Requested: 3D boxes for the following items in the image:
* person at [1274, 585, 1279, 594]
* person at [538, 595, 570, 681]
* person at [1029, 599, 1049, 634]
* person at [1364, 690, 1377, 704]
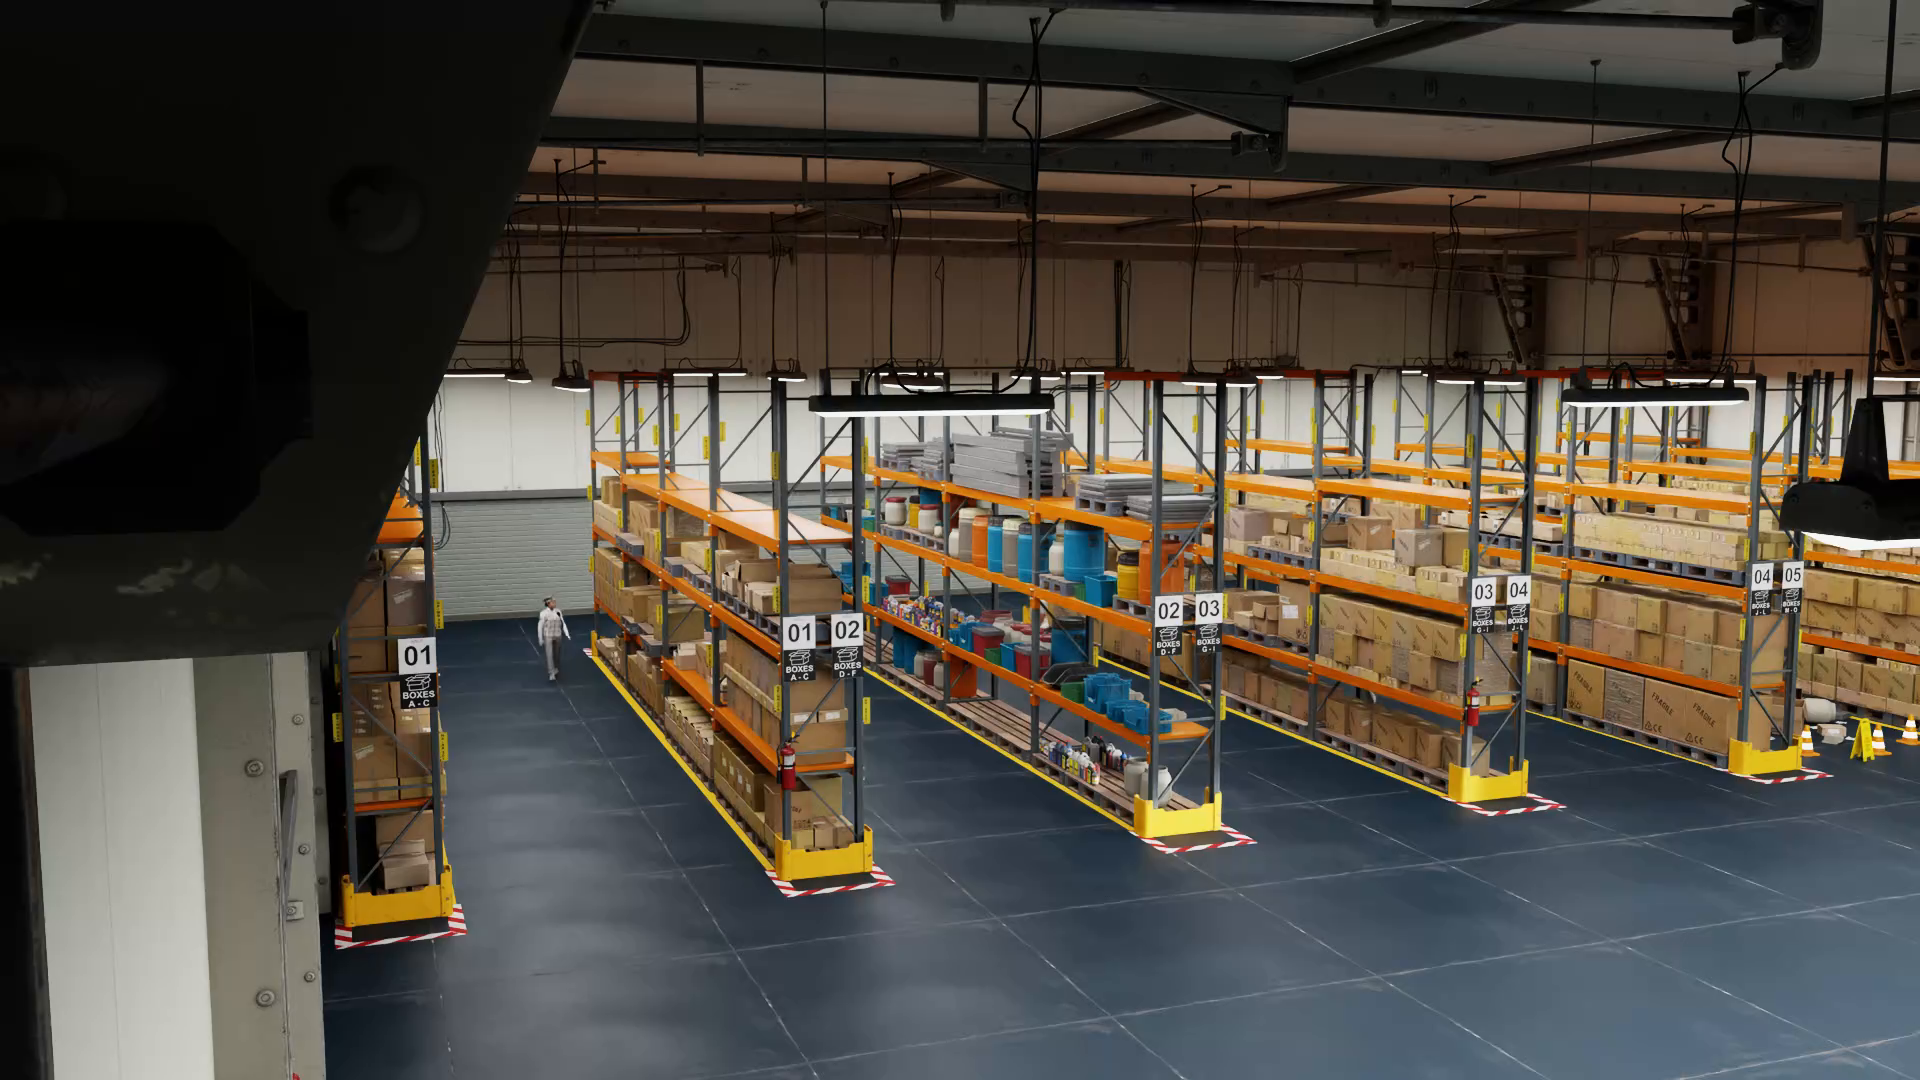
[{"bbox_3d":[8.110,0.887,41.407,1.035,1.613,0.534,0,6,2],"label":"person"},{"bbox_3d":[-7.938,1.882,32.492,0.597,1.638,0.973,-3,7,-21],"label":"person"},{"bbox_3d":[1.525,1.752,32.873,0.413,1.793,0.563,-1,7,-13],"label":"person"},{"bbox_3d":[7.073,2.251,29.193,0.600,1.691,0.492,1,7,12],"label":"person"}]
